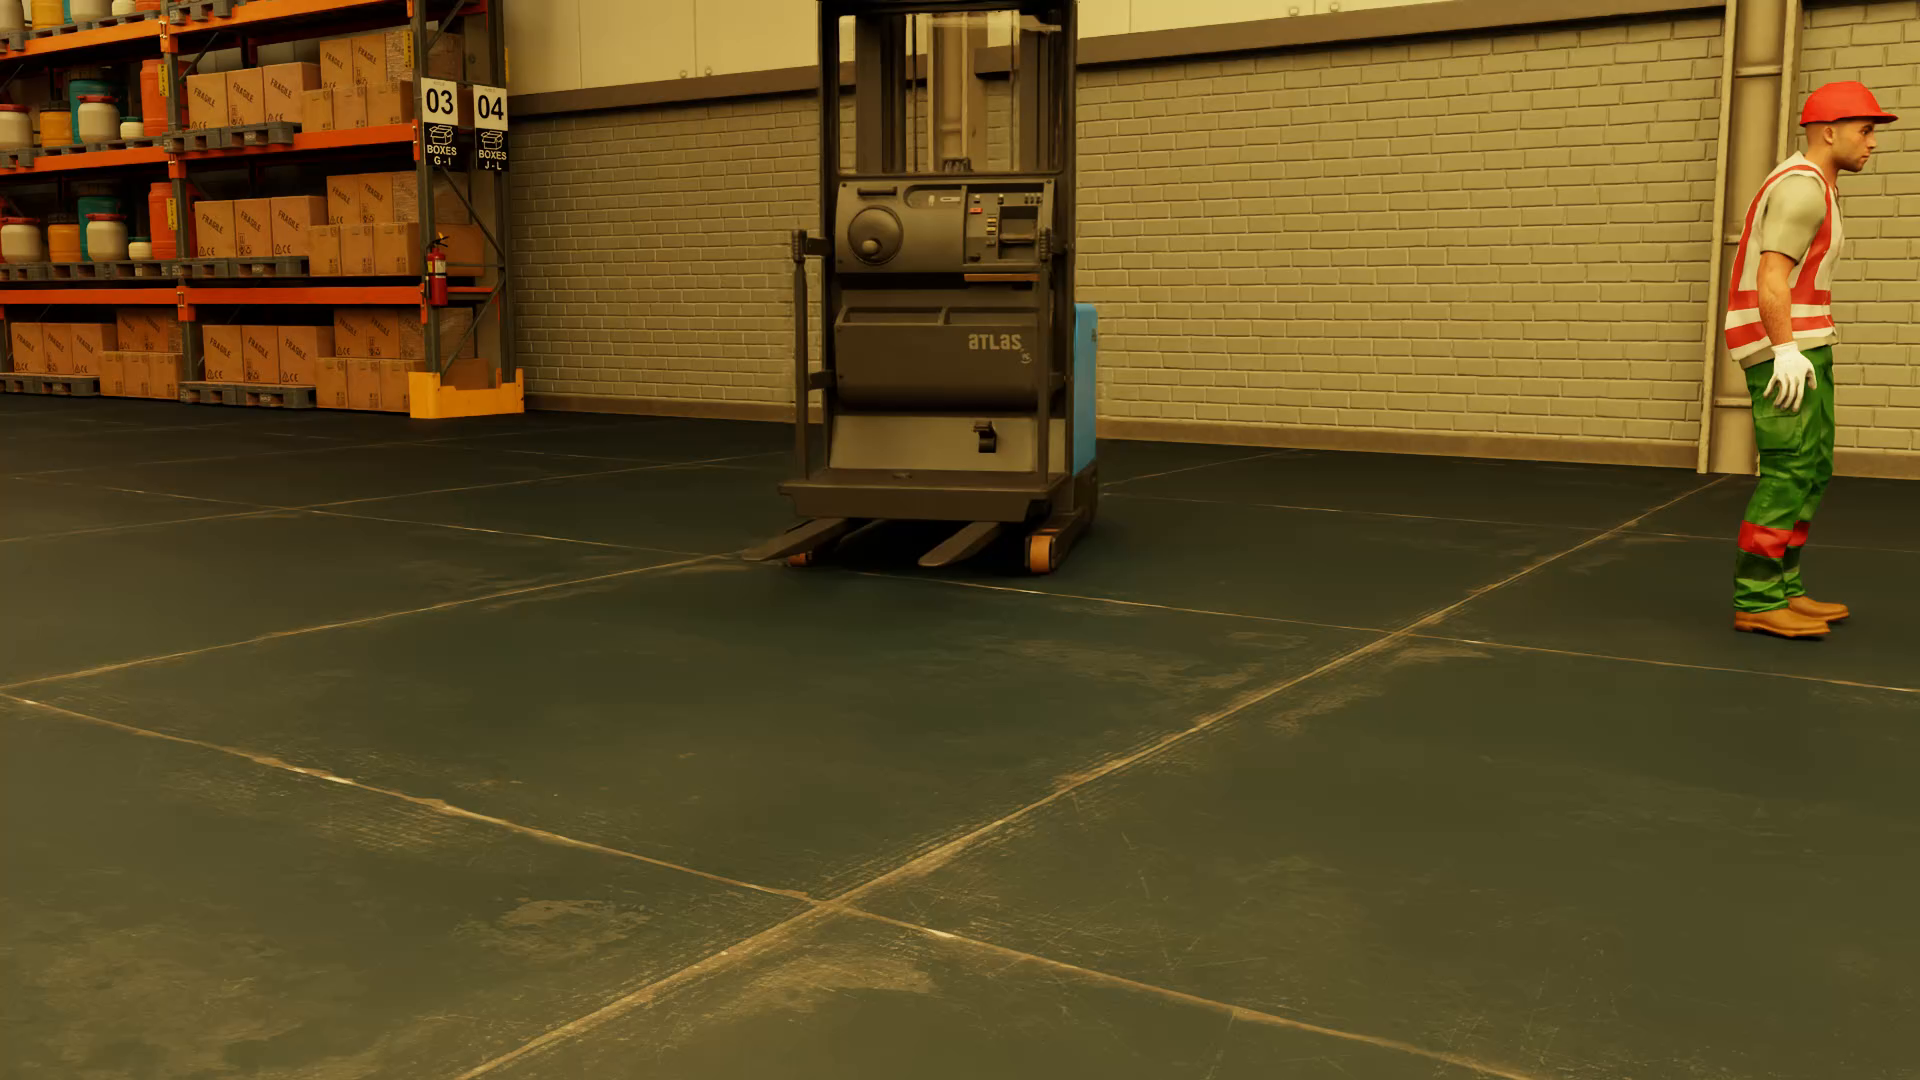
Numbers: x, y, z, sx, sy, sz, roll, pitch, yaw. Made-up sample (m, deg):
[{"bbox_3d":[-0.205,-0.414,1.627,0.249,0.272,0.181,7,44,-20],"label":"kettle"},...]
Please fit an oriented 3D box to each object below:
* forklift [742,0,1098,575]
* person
[{"bbox_3d":[-0.106,-1.366,6.796,1.130,2.935,3.031,2,8,11],"label":"forklift"},{"bbox_3d":[2.768,-0.593,5.474,0.453,1.777,0.607,6,10,35],"label":"person"}]
